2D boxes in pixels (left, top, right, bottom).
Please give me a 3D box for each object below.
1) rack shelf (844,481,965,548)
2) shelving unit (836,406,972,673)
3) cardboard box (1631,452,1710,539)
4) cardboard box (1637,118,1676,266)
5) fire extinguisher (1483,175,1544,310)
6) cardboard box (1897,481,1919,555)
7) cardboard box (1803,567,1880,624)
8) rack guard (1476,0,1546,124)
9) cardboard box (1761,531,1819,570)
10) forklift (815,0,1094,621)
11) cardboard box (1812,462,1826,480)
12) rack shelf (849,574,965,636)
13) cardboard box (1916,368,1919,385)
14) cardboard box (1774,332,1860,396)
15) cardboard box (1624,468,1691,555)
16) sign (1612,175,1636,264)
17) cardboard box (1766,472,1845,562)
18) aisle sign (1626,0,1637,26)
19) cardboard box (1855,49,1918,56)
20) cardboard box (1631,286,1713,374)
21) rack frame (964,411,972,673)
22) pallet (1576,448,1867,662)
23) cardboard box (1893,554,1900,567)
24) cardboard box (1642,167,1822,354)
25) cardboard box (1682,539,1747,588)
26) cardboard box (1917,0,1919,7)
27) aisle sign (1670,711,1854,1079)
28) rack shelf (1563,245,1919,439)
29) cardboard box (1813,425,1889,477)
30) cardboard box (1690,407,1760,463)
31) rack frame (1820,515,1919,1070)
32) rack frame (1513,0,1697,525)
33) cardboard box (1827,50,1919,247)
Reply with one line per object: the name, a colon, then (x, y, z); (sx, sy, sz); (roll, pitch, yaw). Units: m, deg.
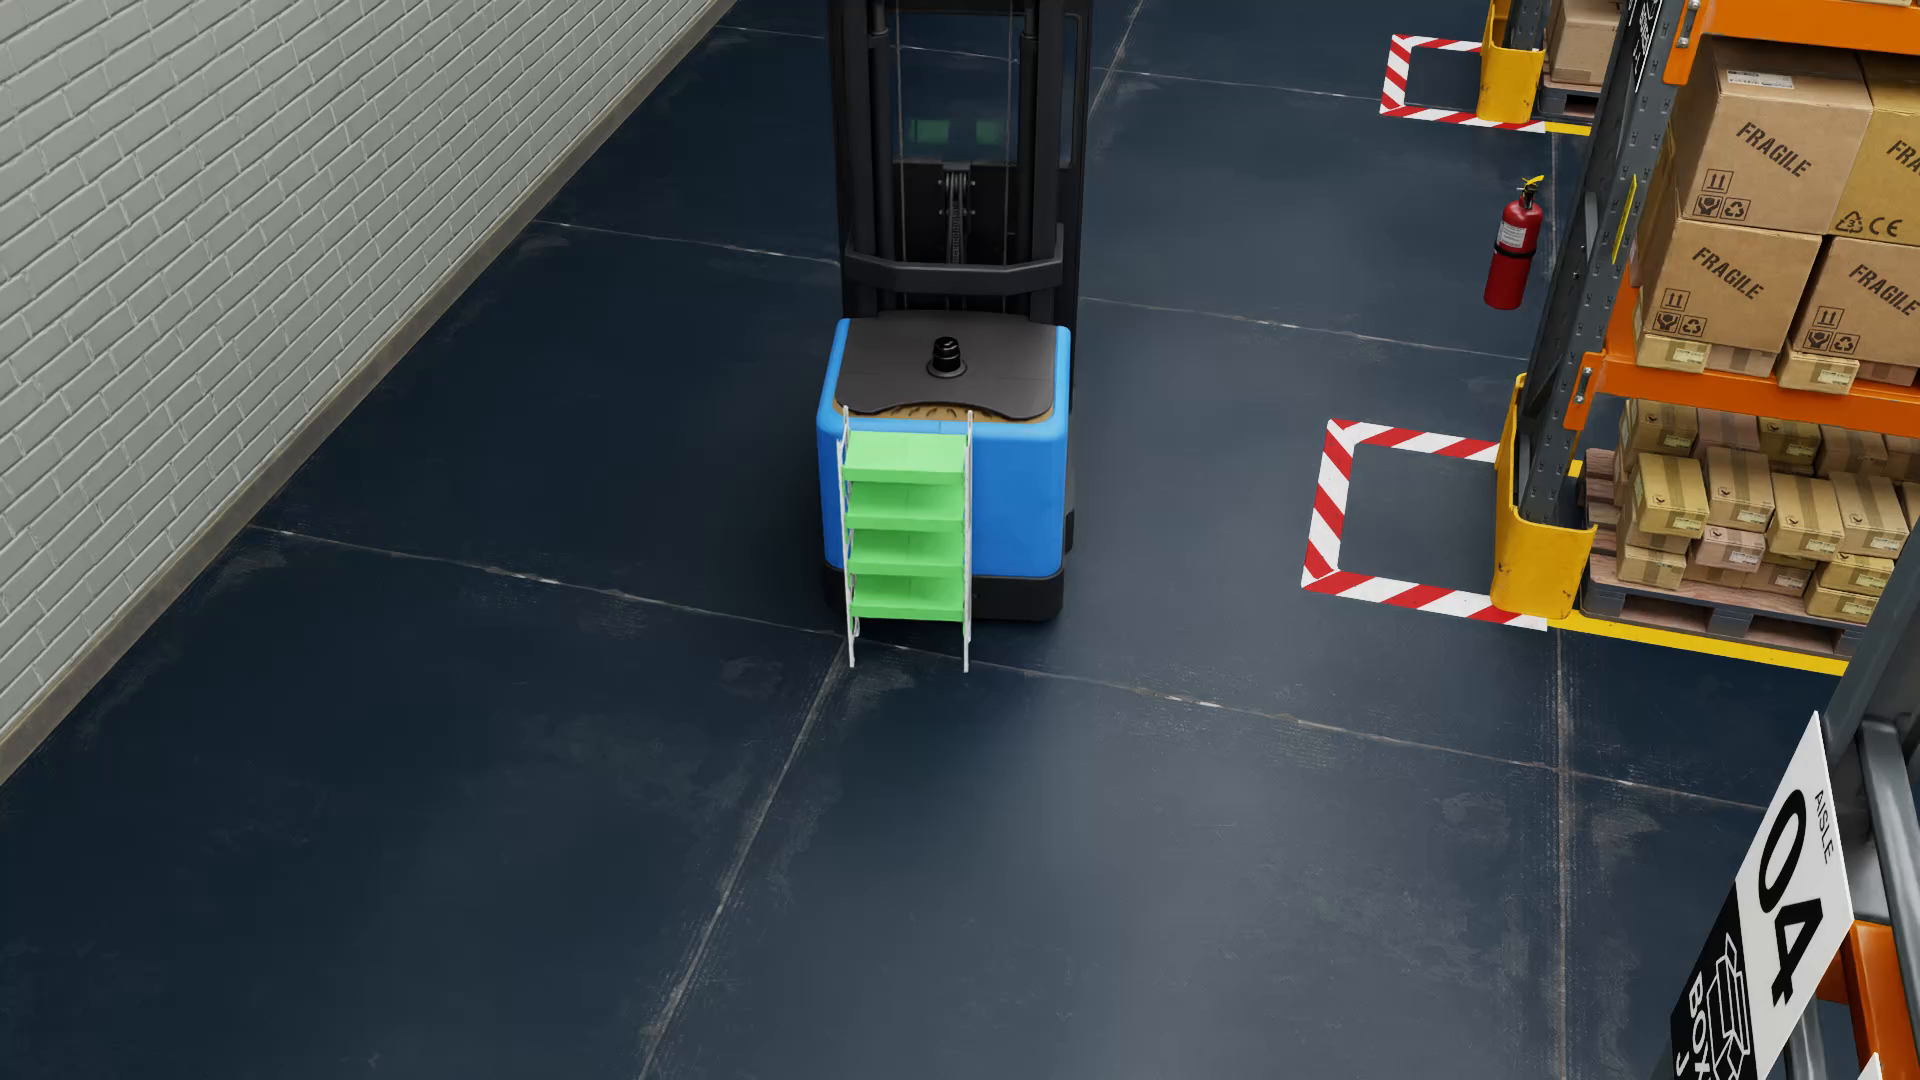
rack shelf: (-0.211, -0.114, 6.678); (0.480, 0.148, 0.258); (2, 40, 3)
shelving unit: (-0.211, 0.020, 6.792); (0.503, 1.200, 0.258); (2, 40, 3)
cardboard box: (3.016, -0.190, 7.072); (0.250, 0.149, 0.380); (8, 41, 9)
cardboard box: (3.098, -1.429, 6.810); (0.500, 0.500, 0.500); (11, 41, 12)
fire extinguisher: (2.474, -1.348, 7.373); (0.183, 0.674, 0.296); (10, 41, 11)
cardboard box: (4.050, -0.056, 6.912); (0.250, 0.149, 0.380); (11, 41, 13)
cardboard box: (3.755, 0.165, 7.111); (0.250, 0.149, 0.380); (10, 41, 12)
rack guard: (3.756, -3.331, 11.327); (0.348, 0.500, 1.175); (10, 41, 11)
cardboard box: (3.547, -0.062, 7.150); (0.250, 0.149, 0.380); (10, 41, 12)
forklift: (0.017, -1.705, 7.501); (1.130, 2.935, 3.031); (2, 40, 3)
cardboard box: (3.917, -0.270, 7.398); (0.250, 0.149, 0.380); (9, 41, 11)
rack shelf: (-0.211, 0.252, 6.988); (0.480, 0.148, 0.258); (2, 40, 3)
cardboard box: (3.870, -0.725, 6.476); (0.250, 0.149, 0.380); (9, 41, 11)
cardboard box: (3.328, -0.743, 6.498); (0.250, 0.149, 0.380); (9, 41, 10)
cardboard box: (3.037, -0.128, 7.229); (0.250, 0.149, 0.380); (11, 41, 13)
sign: (2.457, -1.186, 6.157); (0.005, 0.325, 0.100); (10, 41, 11)
cardboard box: (3.524, -0.098, 6.962); (0.250, 0.149, 0.380); (10, 41, 11)
aisle sign: (2.605, -2.386, 6.237); (0.004, 0.787, 0.394); (10, 41, 11)
cardboard box: (3.593, -1.721, 6.380); (0.500, 0.500, 0.500); (8, 41, 10)
cardboard box: (2.826, -0.838, 6.611); (0.250, 0.149, 0.380); (9, 41, 11)
rack frame: (0.032, 0.031, 6.779); (0.015, 1.200, 0.240); (2, 40, 3)
pallet: (3.447, 0.046, 7.531); (1.213, 0.211, 1.003); (10, 41, 11)
cardboard box: (4.047, 0.033, 7.037); (0.250, 0.149, 0.380); (8, 41, 9)
cardboard box: (2.960, -1.098, 6.416); (0.500, 0.500, 0.500); (12, 41, 13)
cardboard box: (3.295, 0.018, 7.287); (0.250, 0.149, 0.380); (10, 41, 11)
cardboard box: (3.473, -1.959, 5.535); (0.500, 0.250, 0.500); (11, 41, 13)
aisle sign: (1.226, 0.679, 2.588); (0.004, 0.787, 0.394); (10, 41, 11)
rack shelf: (4.530, -0.584, 6.672); (4.000, 0.370, 1.077); (10, 41, 11)
cardboard box: (3.919, -0.434, 7.362); (0.250, 0.149, 0.380); (8, 41, 10)
cardboard box: (3.402, -0.481, 7.418); (0.250, 0.149, 0.380); (11, 41, 12)
rack frame: (1.218, -0.424, 1.258); (0.127, 3.000, 1.000); (10, 41, 11)
rack frame: (2.598, -1.192, 6.837); (0.127, 3.000, 1.000); (10, 41, 11)
cardboard box: (3.452, -1.407, 6.007); (0.500, 0.500, 0.500); (11, 41, 13)
